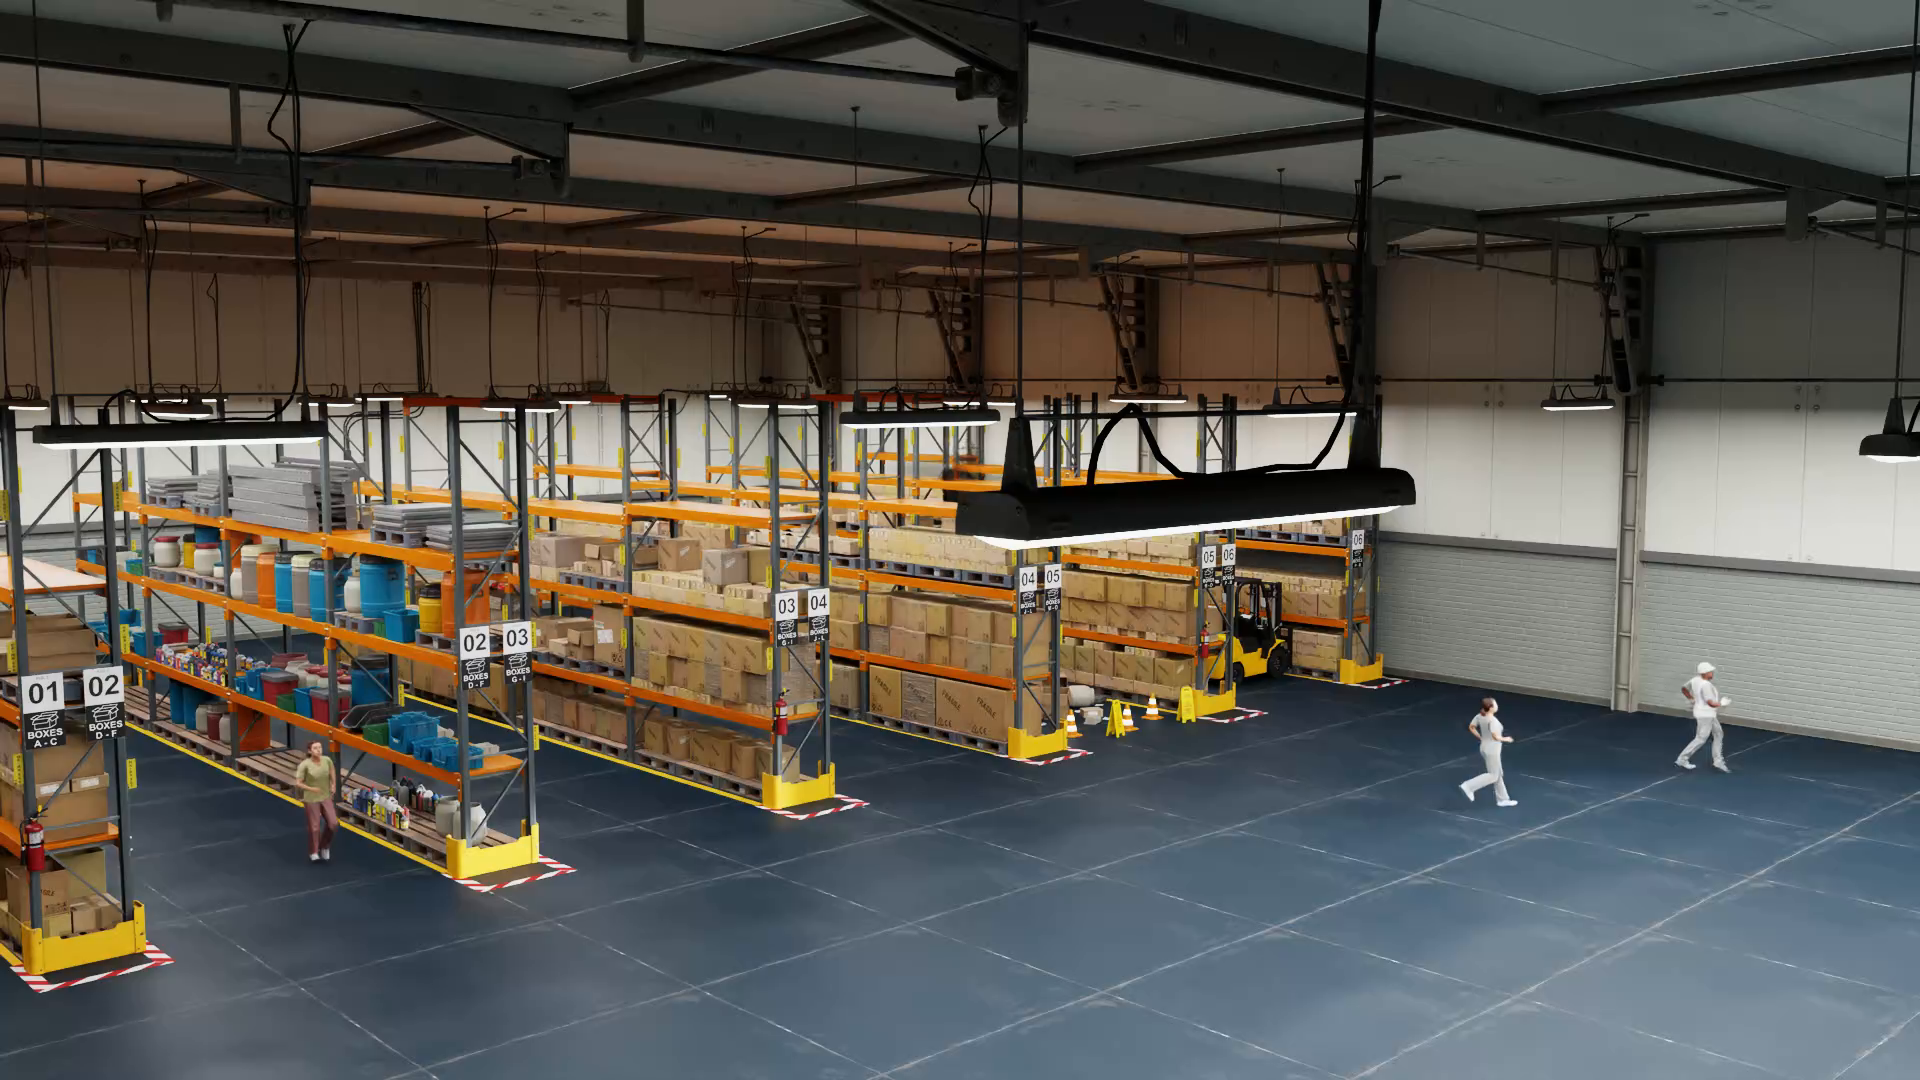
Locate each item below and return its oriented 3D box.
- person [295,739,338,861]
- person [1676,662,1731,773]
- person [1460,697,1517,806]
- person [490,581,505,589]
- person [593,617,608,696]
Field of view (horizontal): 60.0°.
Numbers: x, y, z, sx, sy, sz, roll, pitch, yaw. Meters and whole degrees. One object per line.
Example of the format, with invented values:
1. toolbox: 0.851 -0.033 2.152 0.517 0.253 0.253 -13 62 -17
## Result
1. person: -8.367 3.404 21.725 0.596 1.642 0.604 -5 8 -44
2. person: 12.020 2.866 26.814 0.871 1.815 0.690 1 6 13
3. person: 7.798 3.127 24.522 0.924 1.645 0.570 -1 6 -11
4. person: -11.115 1.633 40.033 0.746 1.671 1.002 3 6 29
5. person: -6.980 2.295 32.598 0.604 1.750 0.640 5 7 41
